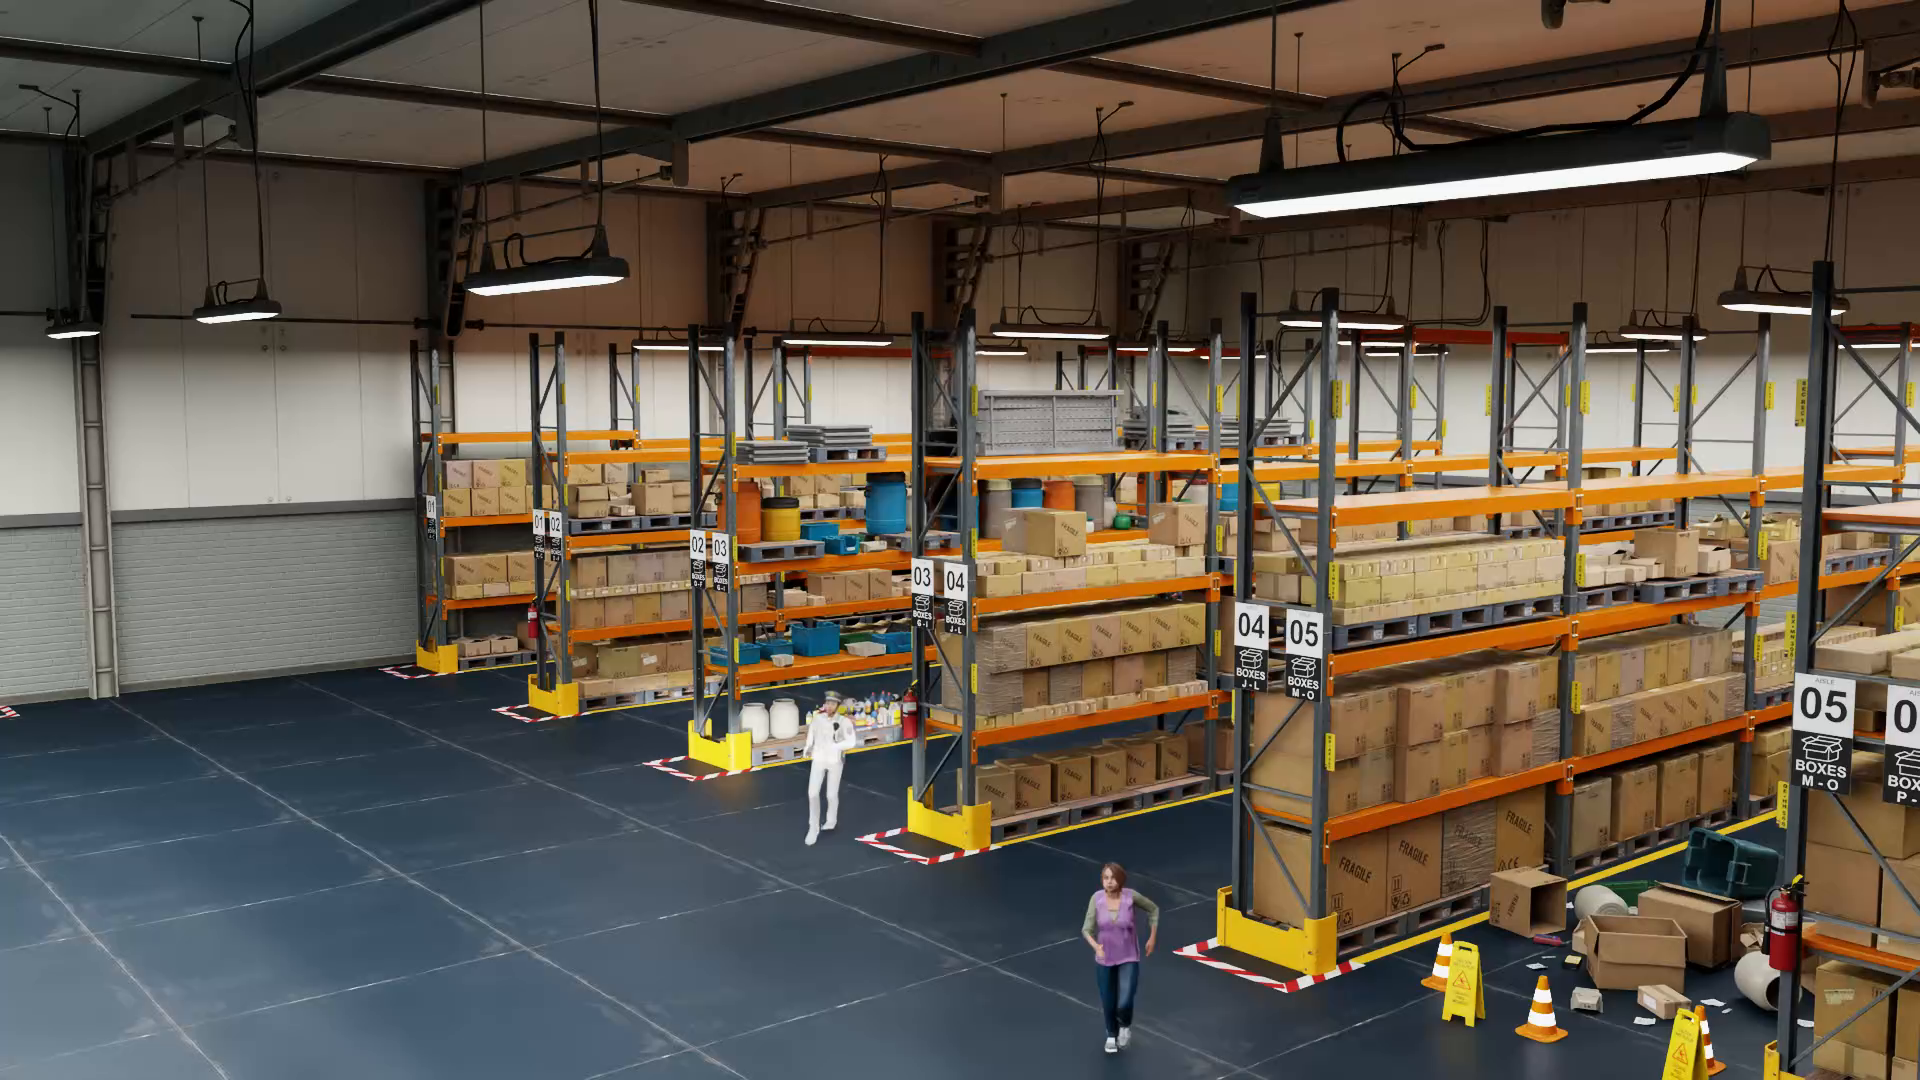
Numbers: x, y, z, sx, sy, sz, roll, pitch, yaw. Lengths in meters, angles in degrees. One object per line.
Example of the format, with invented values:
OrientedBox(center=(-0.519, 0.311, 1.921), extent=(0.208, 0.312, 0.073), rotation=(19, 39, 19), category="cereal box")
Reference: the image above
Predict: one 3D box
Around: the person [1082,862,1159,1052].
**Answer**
OrientedBox(center=(1.210, 3.214, 12.658), extent=(0.561, 1.554, 0.720), rotation=(1, 5, 14), category="person")

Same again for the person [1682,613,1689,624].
OrientedBox(center=(11.254, 1.906, 25.954), extent=(0.651, 1.742, 0.602), rotation=(5, 7, 41), category="person")

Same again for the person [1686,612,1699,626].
OrientedBox(center=(13.049, 1.582, 30.148), extent=(0.621, 1.595, 0.604), rotation=(-1, 5, -15), category="person")

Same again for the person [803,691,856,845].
OrientedBox(center=(-1.486, 2.579, 19.022), extent=(0.633, 1.757, 0.689), rotation=(1, 5, 7), category="person")
